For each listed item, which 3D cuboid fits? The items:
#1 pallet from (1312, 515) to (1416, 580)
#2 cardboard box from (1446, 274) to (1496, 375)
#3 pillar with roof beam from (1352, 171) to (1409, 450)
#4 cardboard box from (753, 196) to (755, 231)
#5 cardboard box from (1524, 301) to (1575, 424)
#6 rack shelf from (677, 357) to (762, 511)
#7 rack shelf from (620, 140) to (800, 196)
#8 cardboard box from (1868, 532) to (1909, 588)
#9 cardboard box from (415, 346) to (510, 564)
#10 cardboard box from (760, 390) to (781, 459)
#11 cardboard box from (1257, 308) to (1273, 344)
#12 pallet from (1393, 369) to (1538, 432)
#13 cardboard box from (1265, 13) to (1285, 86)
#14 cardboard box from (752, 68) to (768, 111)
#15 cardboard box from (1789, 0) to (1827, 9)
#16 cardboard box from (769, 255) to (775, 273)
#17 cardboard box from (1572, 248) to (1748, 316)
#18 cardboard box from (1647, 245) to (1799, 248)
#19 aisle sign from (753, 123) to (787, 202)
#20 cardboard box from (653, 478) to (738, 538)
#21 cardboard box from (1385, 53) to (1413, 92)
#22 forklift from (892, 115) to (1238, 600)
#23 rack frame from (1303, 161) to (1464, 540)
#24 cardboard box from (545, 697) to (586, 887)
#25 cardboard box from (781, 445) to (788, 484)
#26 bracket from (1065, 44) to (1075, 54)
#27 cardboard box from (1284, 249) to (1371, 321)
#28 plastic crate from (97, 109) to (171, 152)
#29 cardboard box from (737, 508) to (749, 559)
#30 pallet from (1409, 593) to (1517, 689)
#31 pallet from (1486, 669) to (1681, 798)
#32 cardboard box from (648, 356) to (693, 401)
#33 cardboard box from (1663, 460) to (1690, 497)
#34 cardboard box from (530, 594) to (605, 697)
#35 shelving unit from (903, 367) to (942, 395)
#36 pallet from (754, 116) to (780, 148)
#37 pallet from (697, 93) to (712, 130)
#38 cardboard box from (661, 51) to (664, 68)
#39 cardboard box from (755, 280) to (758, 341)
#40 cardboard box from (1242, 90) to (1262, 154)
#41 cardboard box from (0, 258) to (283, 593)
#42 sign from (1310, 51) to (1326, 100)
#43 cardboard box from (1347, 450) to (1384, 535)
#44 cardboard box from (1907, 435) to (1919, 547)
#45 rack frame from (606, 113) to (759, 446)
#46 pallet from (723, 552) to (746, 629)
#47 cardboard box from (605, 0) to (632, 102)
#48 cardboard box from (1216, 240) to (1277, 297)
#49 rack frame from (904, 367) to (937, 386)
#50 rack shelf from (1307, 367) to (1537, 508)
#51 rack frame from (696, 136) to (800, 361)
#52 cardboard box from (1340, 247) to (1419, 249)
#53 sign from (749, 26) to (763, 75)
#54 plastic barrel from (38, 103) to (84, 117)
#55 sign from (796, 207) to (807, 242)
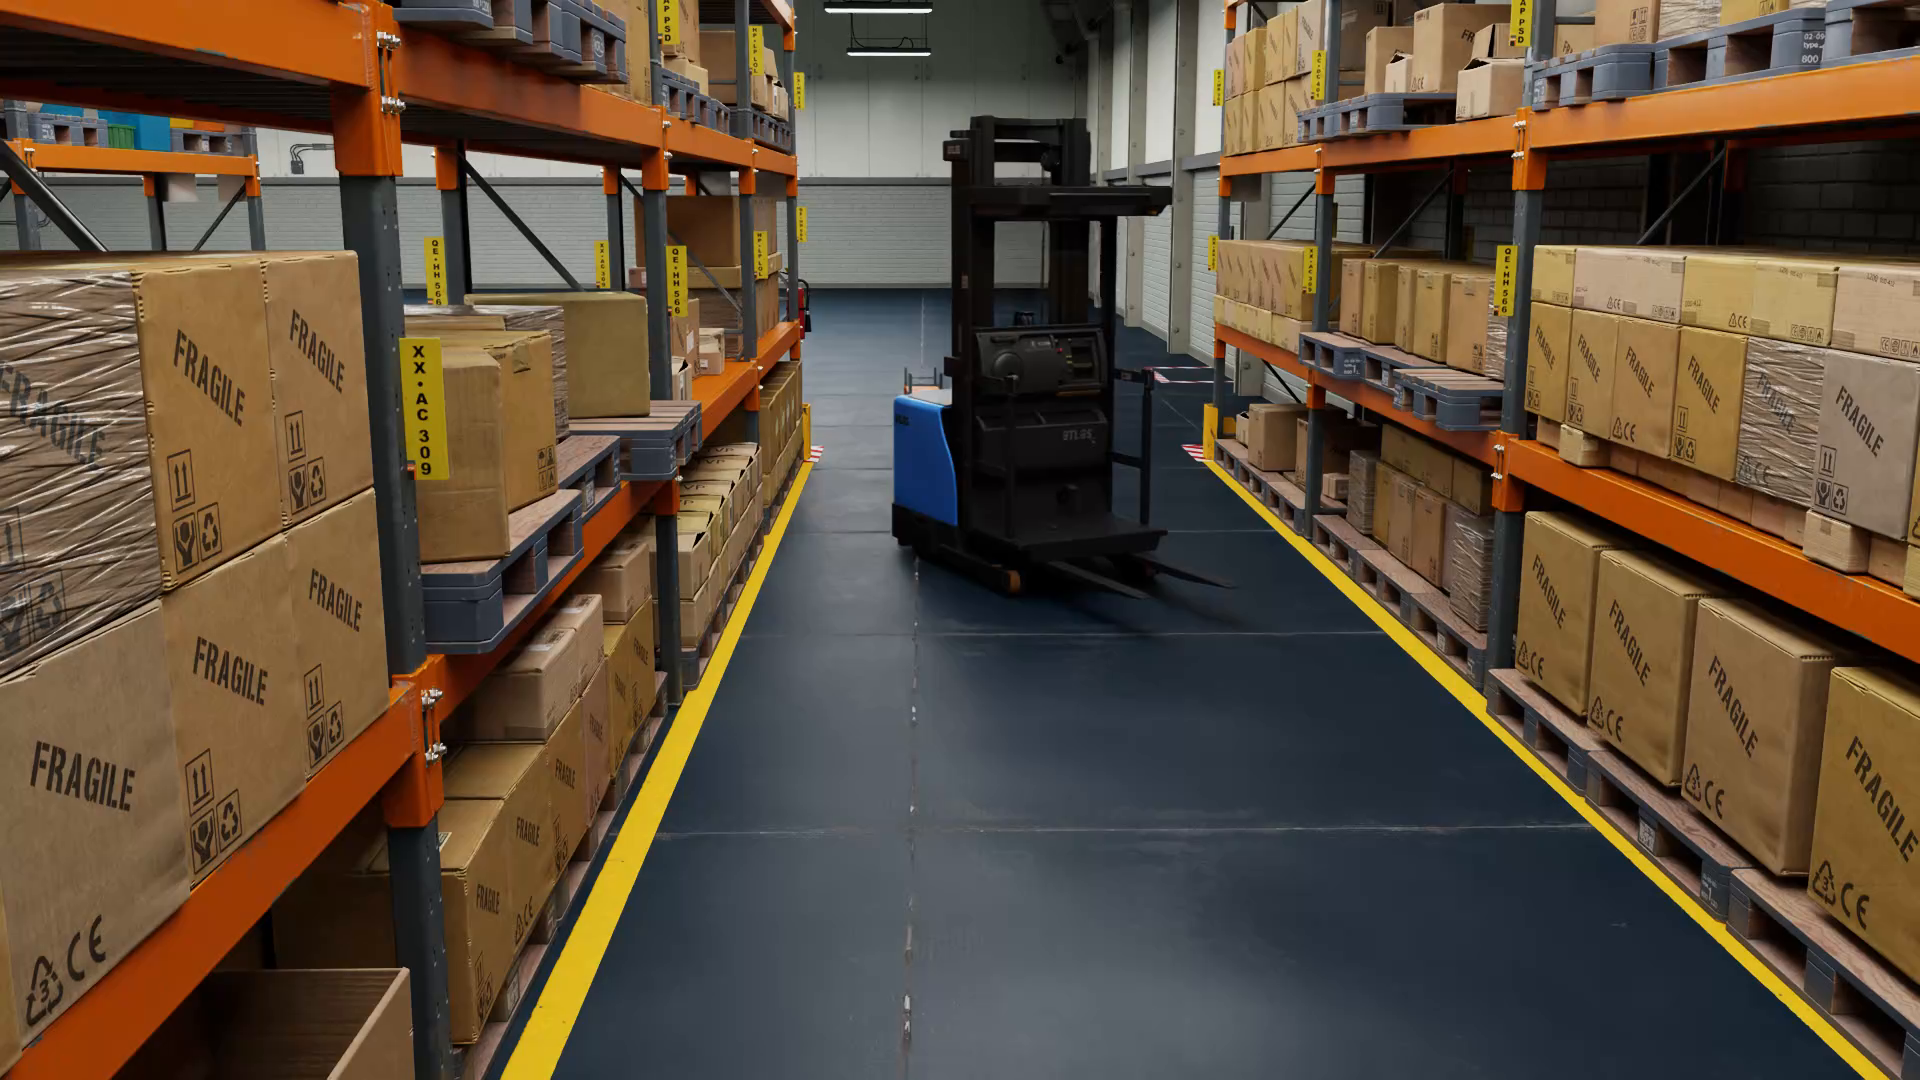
[{"bbox_3d":[3.031,0.039,11.336,1.003,0.211,1.213,0,11,-1],"label":"pallet"},{"bbox_3d":[3.037,-1.156,8.856,0.700,0.500,0.500,-1,12,-7],"label":"cardboard box"},{"bbox_3d":[-0.494,-5.064,14.389,9.100,9.000,0.400,0,11,-1],"label":"pillar with roof beam"},{"bbox_3d":[-1.976,-2.434,12.999,0.700,0.500,0.500,0,11,-1],"label":"cardboard box"},{"bbox_3d":[2.850,-0.794,7.380,0.500,0.500,0.500,0,11,1],"label":"cardboard box"},{"bbox_3d":[-1.898,-0.711,9.830,1.077,0.370,4.000,0,11,-1],"label":"rack shelf"},{"bbox_3d":[-1.981,-2.976,13.451,1.077,0.370,4.000,0,11,-1],"label":"rack shelf"},{"bbox_3d":[2.899,0.053,4.833,0.380,0.149,0.250,0,11,1],"label":"cardboard box"},{"bbox_3d":[-1.560,-0.221,4.296,0.700,0.500,0.500,-4,12,-20],"label":"cardboard box"},{"bbox_3d":[-1.654,-0.880,12.825,0.500,0.500,0.500,0,11,-1],"label":"cardboard box"},{"bbox_3d":[2.672,-1.711,13.274,0.500,0.250,0.500,0,11,-1],"label":"cardboard box"},{"bbox_3d":[2.974,-0.735,8.618,1.213,0.211,1.003,0,11,-1],"label":"pallet"},{"bbox_3d":[2.689,-3.812,12.946,0.500,0.500,0.500,-1,11,-3],"label":"cardboard box"},{"bbox_3d":[-1.697,-3.371,12.401,0.500,0.311,0.500,-1,12,-4],"label":"cardboard box"},{"bbox_3d":[3.248,-2.012,5.532,0.700,0.500,0.500,0,11,-1],"label":"cardboard box"},{"bbox_3d":[-1.809,-2.395,14.439,0.380,0.149,0.250,0,11,0],"label":"cardboard box"},{"bbox_3d":[2.859,-1.061,6.810,0.500,0.250,0.500,0,11,-2],"label":"cardboard box"},{"bbox_3d":[3.364,-1.170,7.347,0.500,0.250,0.500,0,11,0],"label":"cardboard box"},{"bbox_3d":[-1.730,-3.545,15.449,0.394,0.787,0.004,0,11,-1],"label":"aisle sign"},{"bbox_3d":[-1.613,-0.213,10.012,0.500,0.311,0.500,0,11,-2],"label":"cardboard box"},{"bbox_3d":[2.957,-2.883,10.350,0.500,0.311,0.500,0,11,1],"label":"cardboard box"},{"bbox_3d":[0.631,-1.189,10.546,1.130,2.935,3.031,-6,13,-26],"label":"forklift"},{"bbox_3d":[3.013,-1.482,11.822,1.000,3.000,0.127,0,11,-1],"label":"rack frame"},{"bbox_3d":[-1.566,0.836,5.575,0.500,0.500,0.500,0,11,0],"label":"cardboard box"},{"bbox_3d":[-1.656,-0.612,13.390,0.500,0.250,0.500,0,11,-1],"label":"cardboard box"},{"bbox_3d":[2.843,-12.726,43.099,0.235,0.232,0.430,0,11,-1],"label":"bracket"},{"bbox_3d":[2.694,-1.879,12.217,0.500,0.500,0.500,0,11,-1],"label":"cardboard box"},{"bbox_3d":[-6.634,-3.321,13.382,0.392,0.384,0.575,0,11,-1],"label":"plastic crate"},{"bbox_3d":[-1.621,-0.036,10.552,0.500,0.250,0.500,0,11,0],"label":"cardboard box"},{"bbox_3d":[3.081,0.524,8.946,1.003,0.211,1.213,0,11,-1],"label":"pallet"},{"bbox_3d":[3.037,0.836,7.406,1.003,0.211,1.213,0,11,-1],"label":"pallet"},{"bbox_3d":[-1.682,-0.801,8.688,0.500,0.311,0.500,0,11,-2],"label":"cardboard box"},{"bbox_3d":[2.925,-0.252,6.338,0.380,0.149,0.250,0,11,0],"label":"cardboard box"},{"bbox_3d":[-1.572,0.375,5.960,0.500,0.250,0.500,0,11,-2],"label":"cardboard box"},{"bbox_3d":[-0.270,-0.653,12.259,0.258,1.200,0.503,-1,12,-5],"label":"shelving unit"},{"bbox_3d":[-2.005,-3.299,13.456,1.003,0.211,1.213,0,11,-1],"label":"pallet"},{"bbox_3d":[-1.986,-2.401,9.278,1.003,0.211,1.213,0,11,1],"label":"pallet"},{"bbox_3d":[-1.961,-2.683,9.518,0.500,0.250,0.500,-1,12,-6],"label":"cardboard box"},{"bbox_3d":[-1.979,-1.803,13.151,0.700,0.500,0.500,0,11,0],"label":"cardboard box"},{"bbox_3d":[2.678,-3.529,14.063,0.500,0.500,0.500,0,11,1],"label":"cardboard box"},{"bbox_3d":[-1.492,-0.209,2.778,0.500,0.500,0.500,0,11,-2],"label":"cardboard box"},{"bbox_3d":[2.471,-3.202,11.454,0.100,0.325,0.005,0,11,-1],"label":"sign"},{"bbox_3d":[3.045,-0.327,11.306,0.700,0.500,0.500,0,11,1],"label":"cardboard box"},{"bbox_3d":[2.917,-0.187,4.389,0.500,0.500,0.500,0,11,-2],"label":"cardboard box"},{"bbox_3d":[-1.939,-1.461,11.718,1.000,3.000,0.127,0,11,-1],"label":"rack frame"},{"bbox_3d":[-1.857,0.295,10.076,1.003,0.211,1.213,0,11,-1],"label":"pallet"},{"bbox_3d":[-1.804,-1.997,6.564,0.910,0.500,0.500,0,11,-1],"label":"cardboard box"},{"bbox_3d":[2.640,-2.485,15.206,0.500,0.500,0.500,0,11,-1],"label":"cardboard box"},{"bbox_3d":[-0.294,-0.701,12.497,0.240,1.200,0.015,-1,12,-5],"label":"rack frame"},{"bbox_3d":[3.054,-0.732,9.934,1.077,0.370,4.000,0,11,-1],"label":"rack shelf"},{"bbox_3d":[-2.022,-2.256,15.637,1.000,3.000,0.127,0,11,-1],"label":"rack frame"},{"bbox_3d":[3.205,-1.983,12.732,0.500,0.500,0.500,0,11,-1],"label":"cardboard box"},{"bbox_3d":[-1.397,-3.343,11.358,0.100,0.325,0.005,0,11,-1],"label":"sign"},{"bbox_3d":[-6.805,-3.562,12.209,0.600,0.901,0.708,0,11,-1],"label":"plastic barrel"},{"bbox_3d":[-1.479,-2.939,15.496,0.100,0.325,0.005,0,11,-1],"label":"sign"}]
